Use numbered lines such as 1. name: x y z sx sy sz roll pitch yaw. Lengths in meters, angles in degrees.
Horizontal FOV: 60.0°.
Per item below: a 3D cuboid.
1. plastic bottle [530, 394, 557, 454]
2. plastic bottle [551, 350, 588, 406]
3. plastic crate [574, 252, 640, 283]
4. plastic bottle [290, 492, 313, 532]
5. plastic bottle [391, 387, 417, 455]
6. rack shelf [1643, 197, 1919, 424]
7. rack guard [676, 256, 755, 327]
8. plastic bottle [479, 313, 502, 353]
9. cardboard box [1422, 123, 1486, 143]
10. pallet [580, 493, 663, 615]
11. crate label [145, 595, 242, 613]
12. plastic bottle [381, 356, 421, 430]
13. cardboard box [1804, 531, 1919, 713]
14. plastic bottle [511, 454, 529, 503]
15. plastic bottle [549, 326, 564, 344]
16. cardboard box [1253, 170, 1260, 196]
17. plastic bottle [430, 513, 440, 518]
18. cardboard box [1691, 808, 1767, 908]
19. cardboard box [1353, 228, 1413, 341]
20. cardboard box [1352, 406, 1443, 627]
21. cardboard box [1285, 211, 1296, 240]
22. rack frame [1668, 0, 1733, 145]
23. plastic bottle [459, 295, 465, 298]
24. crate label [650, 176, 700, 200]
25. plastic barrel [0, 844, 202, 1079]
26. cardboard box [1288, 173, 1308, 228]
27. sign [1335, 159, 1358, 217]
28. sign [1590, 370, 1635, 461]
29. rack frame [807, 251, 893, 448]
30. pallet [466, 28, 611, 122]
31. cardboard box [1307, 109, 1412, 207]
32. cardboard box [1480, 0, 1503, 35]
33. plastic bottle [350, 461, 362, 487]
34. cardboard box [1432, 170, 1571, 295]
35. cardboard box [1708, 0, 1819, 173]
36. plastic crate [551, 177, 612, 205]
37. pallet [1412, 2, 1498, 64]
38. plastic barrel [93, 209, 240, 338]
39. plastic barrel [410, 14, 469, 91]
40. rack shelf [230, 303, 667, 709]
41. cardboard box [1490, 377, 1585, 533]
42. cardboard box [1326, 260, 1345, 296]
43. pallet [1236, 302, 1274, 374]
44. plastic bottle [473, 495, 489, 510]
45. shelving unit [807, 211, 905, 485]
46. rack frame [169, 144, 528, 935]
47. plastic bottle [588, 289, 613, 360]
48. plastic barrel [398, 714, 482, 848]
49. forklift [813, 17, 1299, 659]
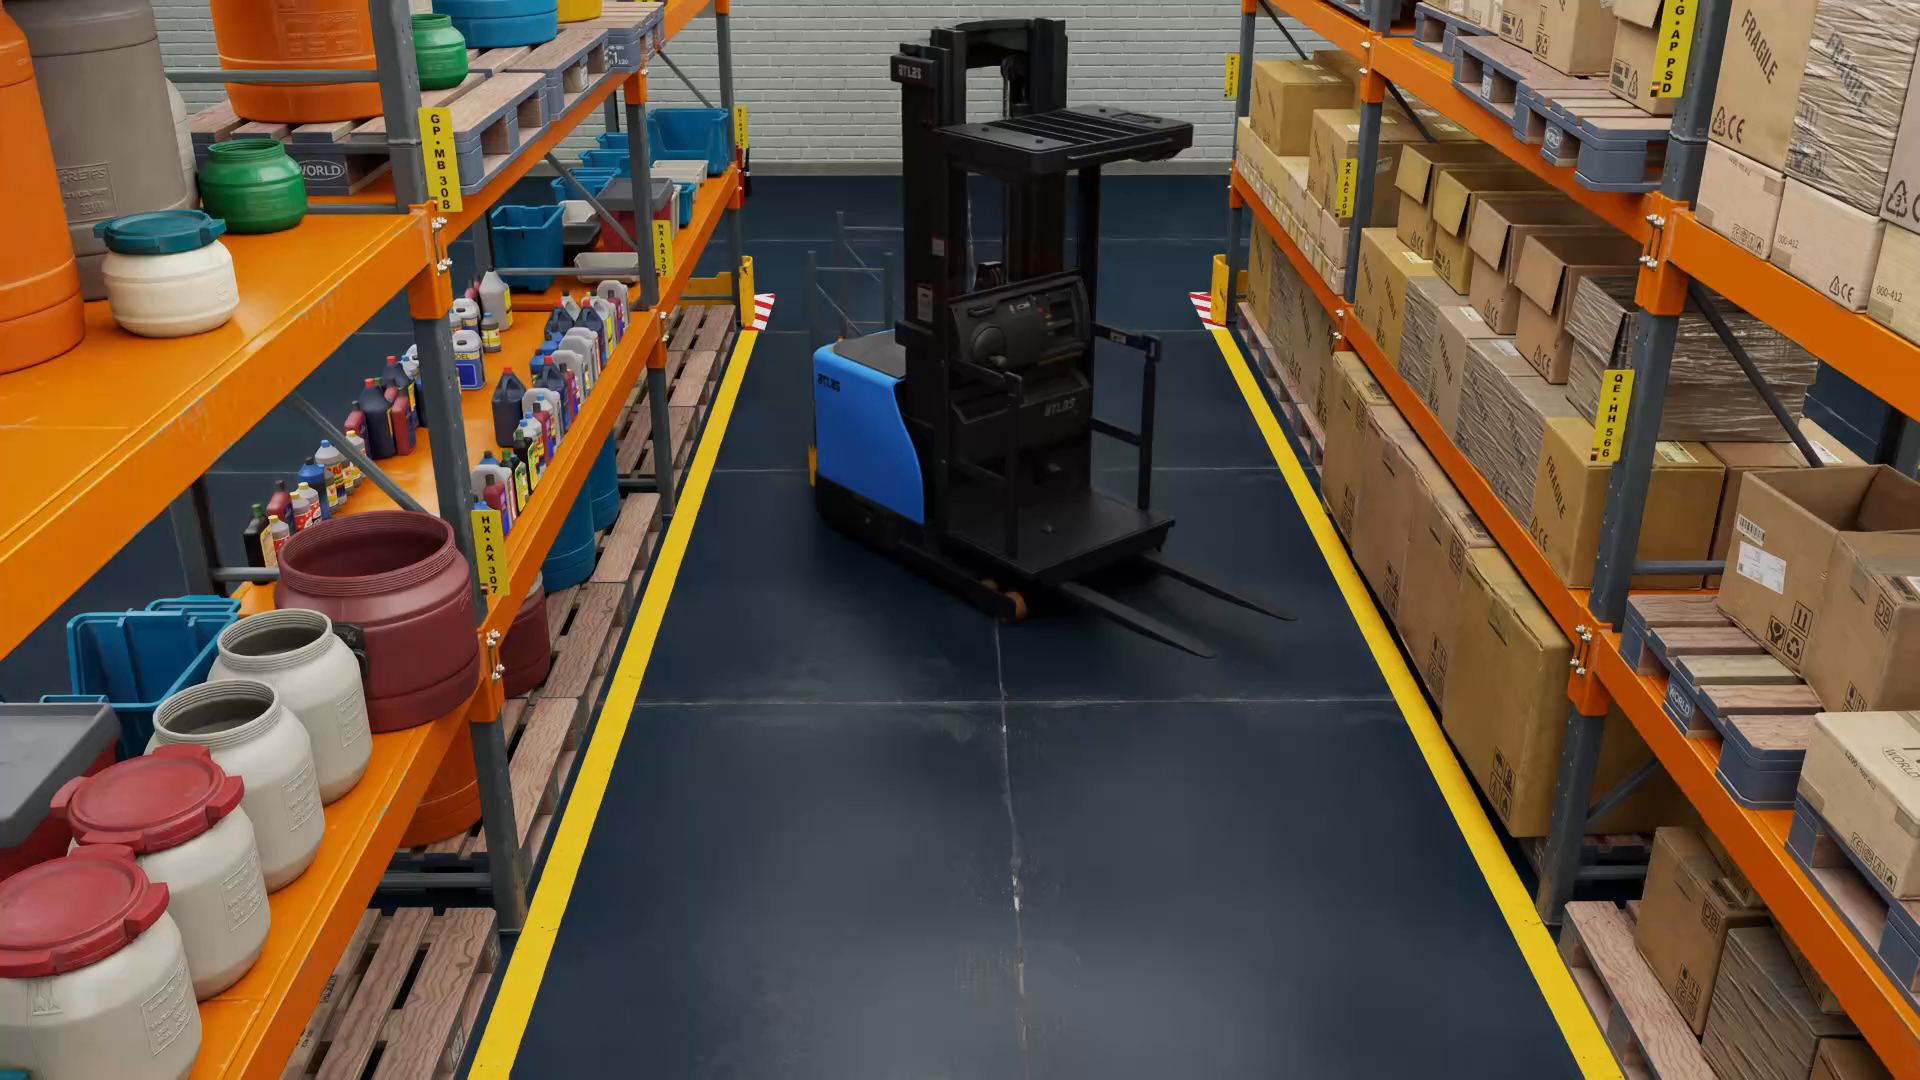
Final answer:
1. plastic bottle: -1.857 -0.518 7.412 0.097 0.271 0.097 0 24 0
2. plastic bottle: -1.892 -0.795 8.018 0.152 0.276 0.135 0 24 -1
3. plastic crate: -2.095 -1.621 9.942 0.396 0.136 0.243 0 24 -1
4. plastic bottle: -2.606 -0.090 6.551 0.097 0.201 0.097 0 24 0
5. plastic bottle: -2.491 -0.533 7.430 0.061 0.283 0.133 0 24 -1
6. rack shelf: 2.785 -0.111 3.587 1.077 0.370 4.000 0 24 -1
7. rack guard: -2.290 -2.041 13.656 1.175 0.500 0.348 0 24 -1
8. plastic bottle: -2.480 -1.096 8.775 0.097 0.201 0.097 0 24 0
9. cardboard box: 2.970 -2.151 9.778 0.500 0.500 0.500 0 24 -1
10. pallet: -2.266 0.067 9.346 1.003 0.211 1.213 0 24 -1
11. crate label: -2.559 0.378 5.477 0.303 0.233 0.416 0 24 -1
12. plastic bottle: -2.596 -0.684 7.681 0.144 0.351 0.185 0 24 -1
13. cardboard box: 2.915 0.319 4.773 0.700 0.500 0.500 3 25 7
14. plastic bottle: -1.851 -0.256 6.918 0.097 0.201 0.097 0 24 0
15. plastic bottle: -2.020 -0.936 8.335 0.097 0.271 0.097 0 24 0
16. cardboard box: 2.361 -2.611 12.189 0.380 0.149 0.250 -1 24 -1
17. plastic bottle: -2.023 0.004 6.252 0.152 0.276 0.135 0 24 -1
18. cardboard box: 2.801 0.977 5.539 0.500 0.250 0.500 1 24 2
19. cardboard box: 2.475 -1.399 9.082 0.500 0.500 0.500 0 24 0
20. cardboard box: 2.757 -0.135 8.478 1.225 0.875 0.875 -1 24 -2
21. cardboard box: 2.374 -2.083 11.021 0.380 0.149 0.250 -1 24 -1
22. rack frame: 2.763 -2.629 4.643 1.000 3.000 0.127 0 24 -1
23. plastic bottle: -2.633 -1.168 8.848 0.097 0.271 0.097 0 24 0
24. crate label: -2.070 -2.508 11.902 0.396 0.136 0.243 0 24 -1
25. plastic barrel: -1.945 1.015 3.700 0.433 0.535 0.433 0 24 0
26. cardboard box: 2.439 -2.216 10.830 0.500 0.250 0.500 0 24 1
27. sign: 2.165 -1.971 9.322 0.100 0.325 0.005 0 24 -1
28. sign: 2.208 -0.419 5.632 0.100 0.325 0.005 0 24 -1
29. rack frame: -0.658 -1.027 10.200 0.500 1.500 0.032 2 24 5
30. pallet: -2.111 -2.013 7.149 1.003 0.211 1.213 0 24 -1
31. cardboard box: 2.446 -2.348 10.212 0.500 0.500 0.500 0 24 0
32. cardboard box: 2.586 -2.373 7.513 0.380 0.149 0.250 -1 24 -3
33. plastic bottle: -2.612 -0.331 7.083 0.097 0.201 0.097 0 24 0
34. cardboard box: 2.731 -1.501 8.089 0.797 0.503 0.637 0 24 0
35. cardboard box: 2.511 -1.341 4.707 0.500 0.500 0.500 0 24 0
36. plastic crate: -2.585 -2.352 11.440 0.416 0.233 0.300 0 24 -1
37. pallet: 2.779 -2.446 8.110 0.805 0.209 1.217 -1 24 -3
38. plastic barrel: -1.942 -0.654 4.084 0.301 0.262 0.301 0 24 0
39. plastic barrel: -1.971 -1.798 6.125 0.294 0.245 0.294 0 24 0
40. rack shelf: -2.211 -0.370 7.801 1.077 0.370 4.000 0 24 -1
41. cardboard box: 2.511 -0.349 6.760 0.500 0.500 0.500 0 24 -1
42. cardboard box: 2.389 -1.554 9.850 0.380 0.149 0.250 0 24 0
43. pallet: 2.763 -1.593 13.015 1.003 0.211 1.213 0 24 -1
44. plastic bottle: -1.845 -0.043 6.360 0.097 0.271 0.097 0 24 0
45. shelving unit: -0.605 -1.239 10.669 0.587 1.500 1.083 2 24 5
46. rack frame: -2.189 0.126 5.830 1.000 3.000 0.127 0 24 -1
47. plastic bottle: -1.896 -1.122 8.651 0.144 0.351 0.185 0 24 -1
48. plastic barrel: -2.212 0.722 6.637 0.600 0.830 0.708 0 24 -1
49. forklift: 0.470 -1.132 8.696 1.130 2.935 3.031 -19 31 -36
